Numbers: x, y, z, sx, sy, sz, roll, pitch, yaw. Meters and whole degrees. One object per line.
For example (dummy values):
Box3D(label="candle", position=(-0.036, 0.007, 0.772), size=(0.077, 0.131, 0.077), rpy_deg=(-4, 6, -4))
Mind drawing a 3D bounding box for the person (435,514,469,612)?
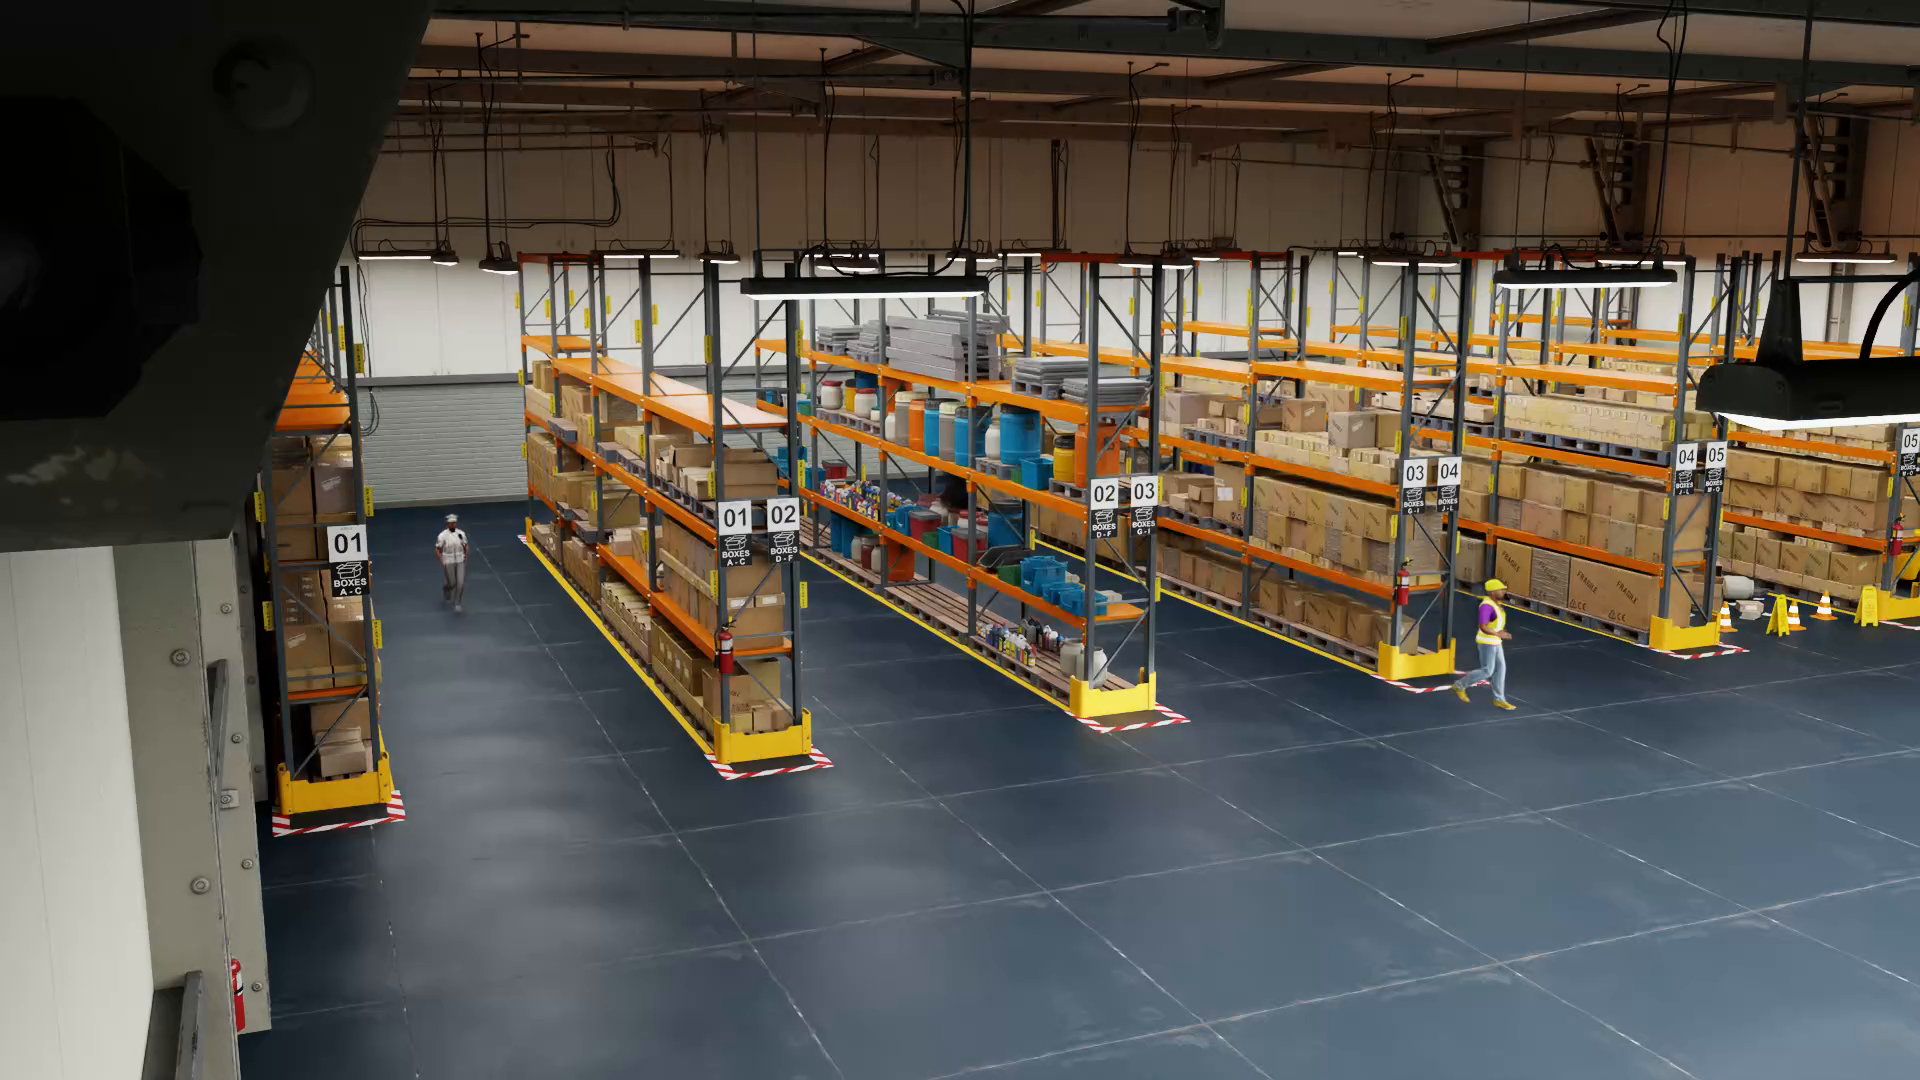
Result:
Box3D(label="person", position=(-8.682, 0.369, 28.496), size=(0.582, 1.665, 0.578), rpy_deg=(-6, 12, -30))

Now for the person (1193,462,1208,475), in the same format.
Box3D(label="person", position=(6.022, -2.145, 42.184), size=(0.903, 1.643, 0.608), rpy_deg=(-7, 13, -35))

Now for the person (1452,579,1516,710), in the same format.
Box3D(label="person", position=(7.141, 1.398, 22.511), size=(0.844, 1.776, 0.727), rpy_deg=(6, 12, 29))

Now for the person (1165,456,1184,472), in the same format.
Box3D(label="person", position=(4.817, -1.146, 36.991), size=(0.531, 1.557, 0.539), rpy_deg=(-6, 12, -29))
